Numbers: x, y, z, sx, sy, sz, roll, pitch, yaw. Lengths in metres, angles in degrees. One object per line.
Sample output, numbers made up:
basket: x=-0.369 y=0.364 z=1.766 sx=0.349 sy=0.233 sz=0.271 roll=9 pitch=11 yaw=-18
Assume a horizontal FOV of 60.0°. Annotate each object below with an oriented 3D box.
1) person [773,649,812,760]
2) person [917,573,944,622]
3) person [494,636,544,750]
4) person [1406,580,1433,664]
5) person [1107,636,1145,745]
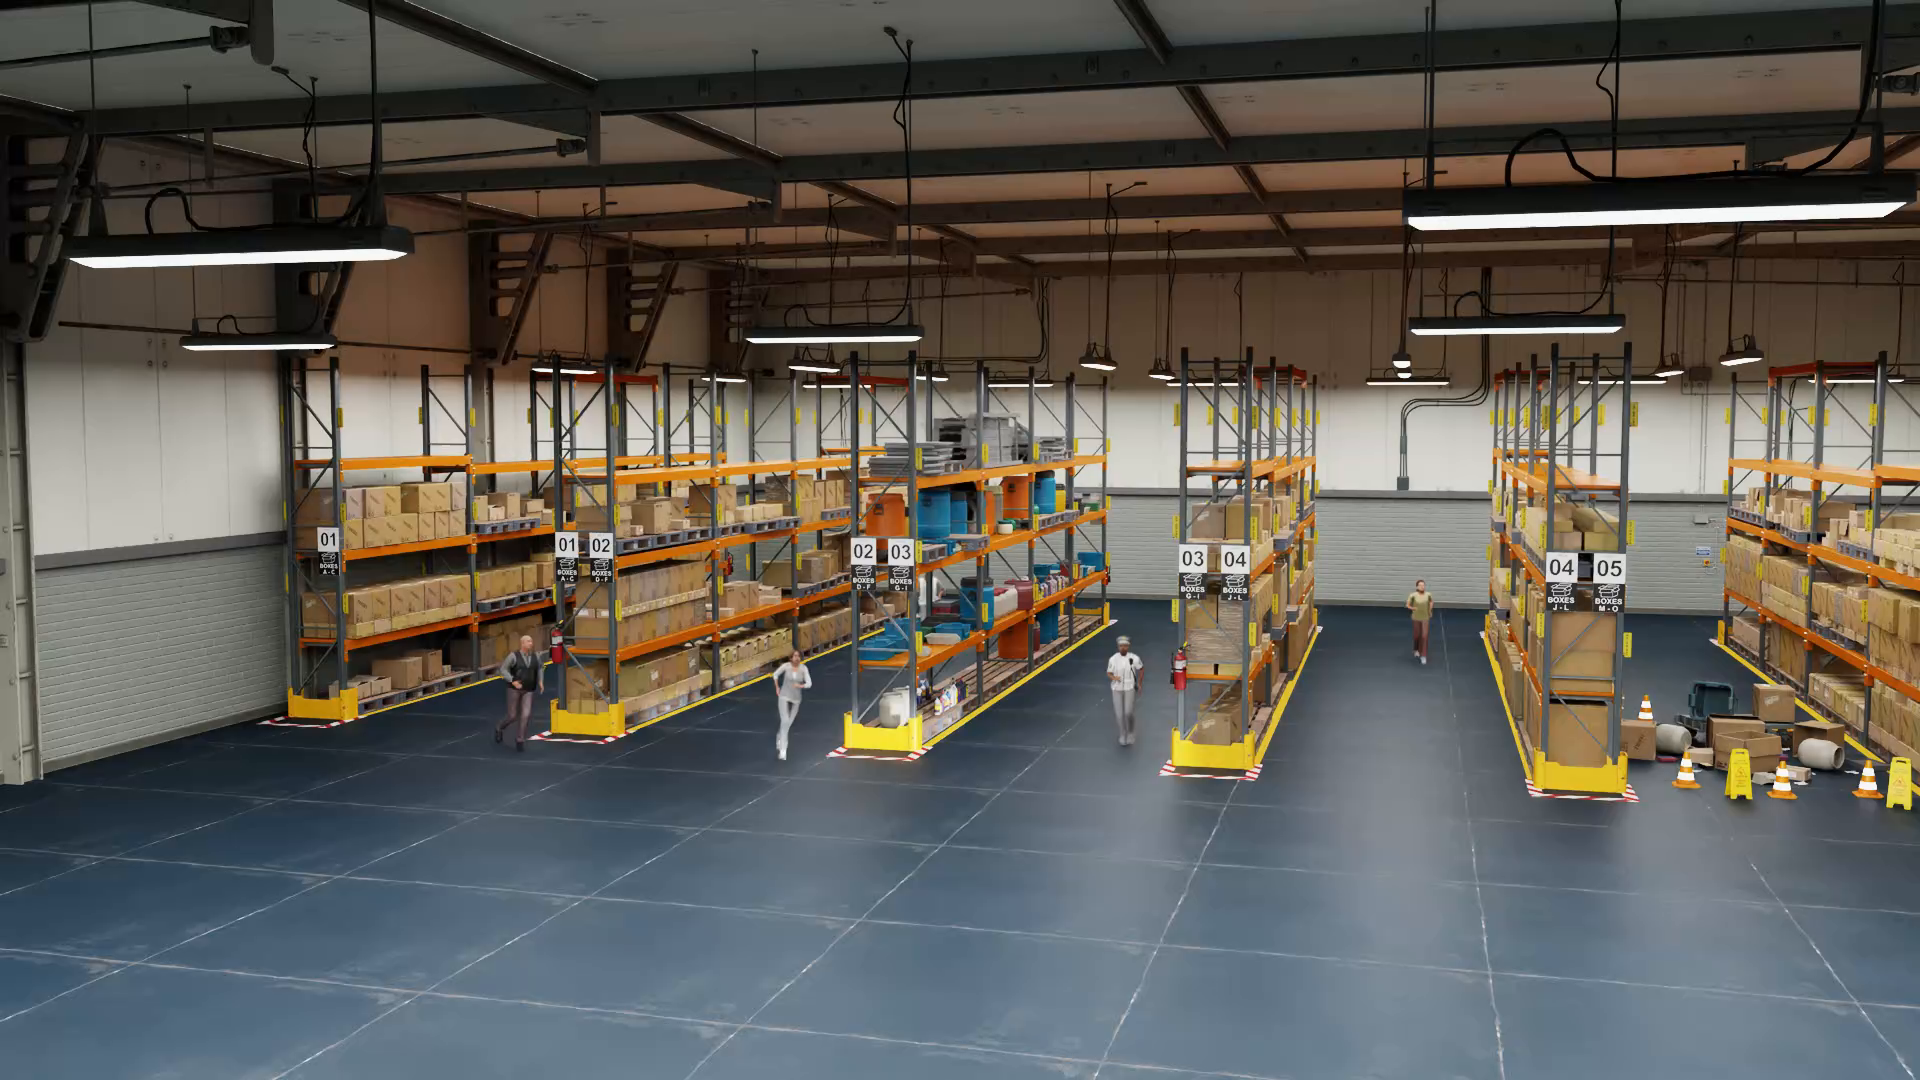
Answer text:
person: x=-2.495 y=2.419 z=24.731 sx=0.536 sy=1.596 sz=0.759 roll=-1 pitch=4 yaw=-18
person: x=-0.697 y=1.436 z=36.848 sx=0.681 sy=1.753 sz=0.726 roll=0 pitch=4 yaw=2
person: x=-6.651 y=2.298 z=25.332 sx=0.731 sy=1.693 sz=0.814 roll=-3 pitch=5 yaw=-37
person: x=9.421 y=1.648 z=34.077 sx=0.573 sy=1.667 sz=0.972 roll=1 pitch=4 yaw=9
person: x=2.511 y=2.295 z=25.358 sx=0.549 sy=1.671 sz=0.636 roll=1 pitch=4 yaw=12
